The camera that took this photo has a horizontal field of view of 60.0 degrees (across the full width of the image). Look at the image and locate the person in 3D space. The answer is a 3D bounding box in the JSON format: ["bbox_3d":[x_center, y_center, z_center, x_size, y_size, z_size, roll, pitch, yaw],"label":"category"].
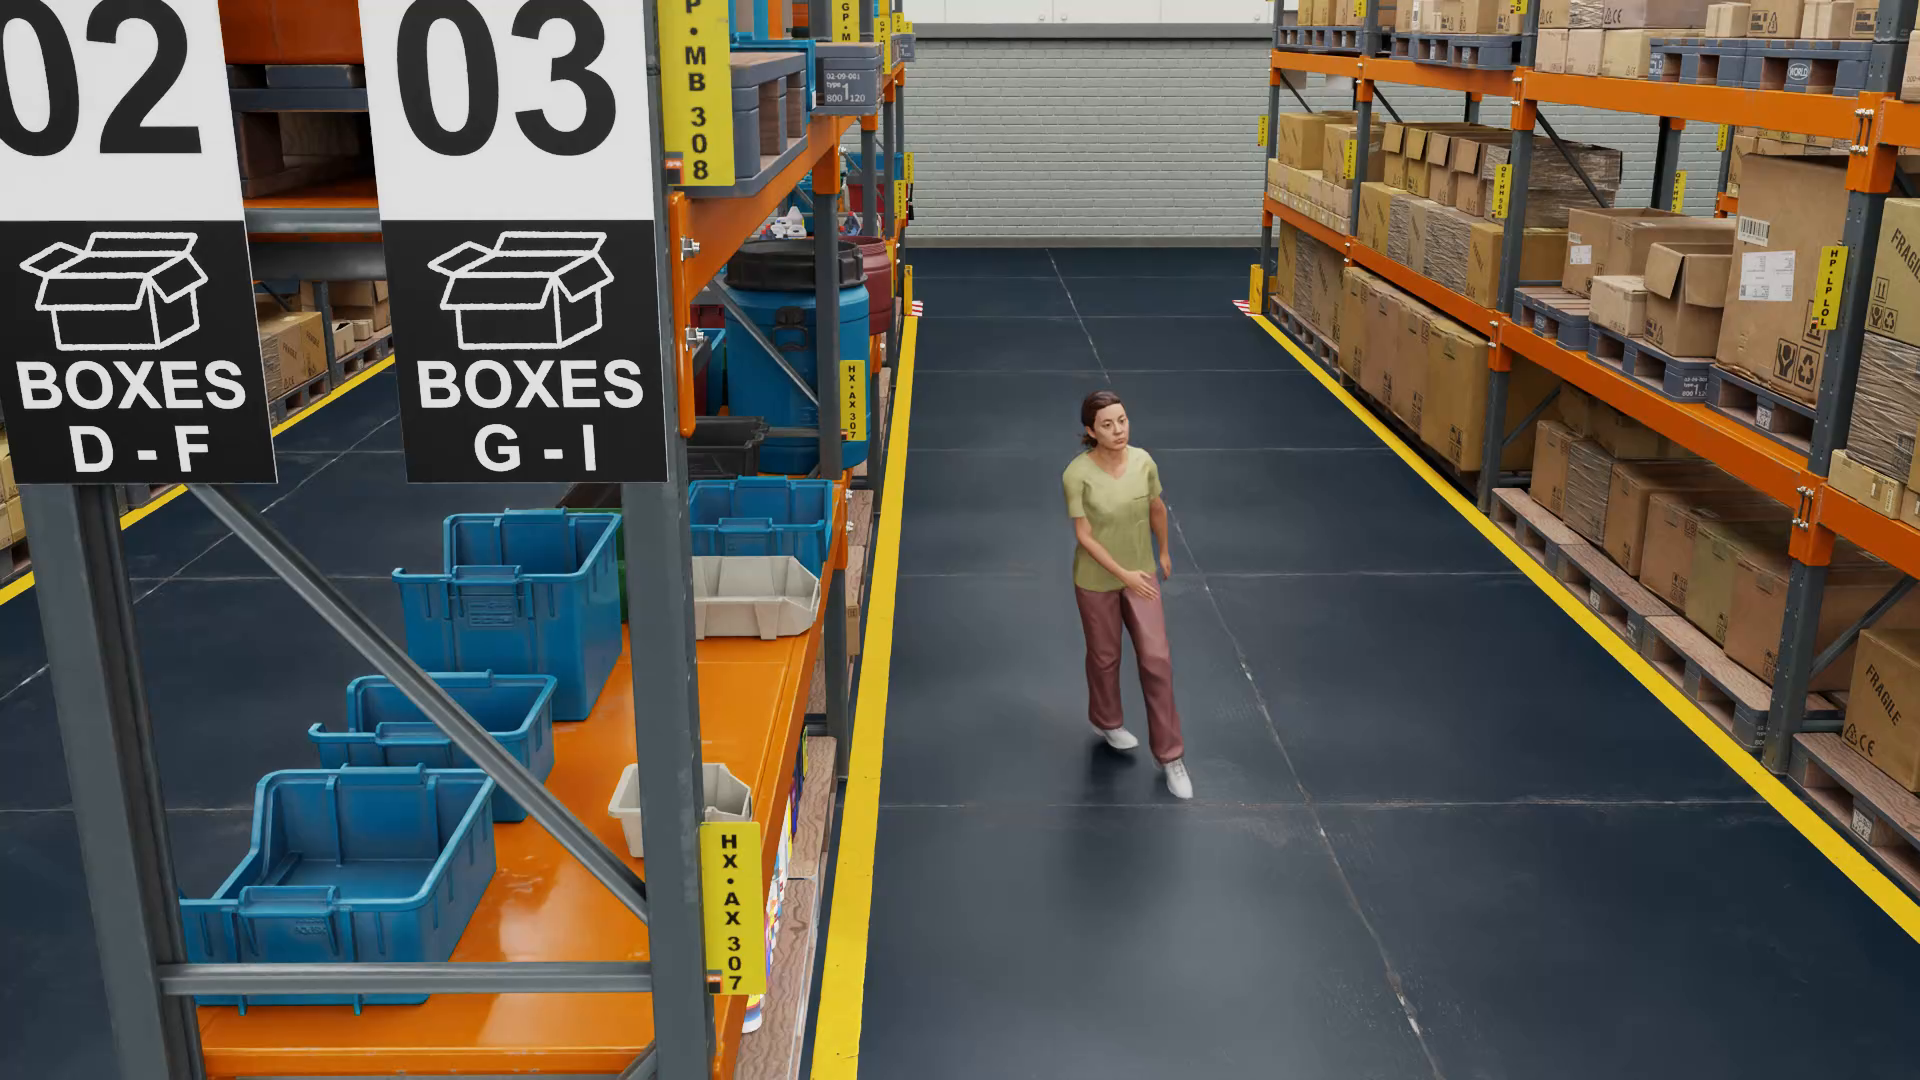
[{"bbox_3d":[0.695,0.197,6.946,0.552,1.682,0.716,-4,18,-14],"label":"person"}]
